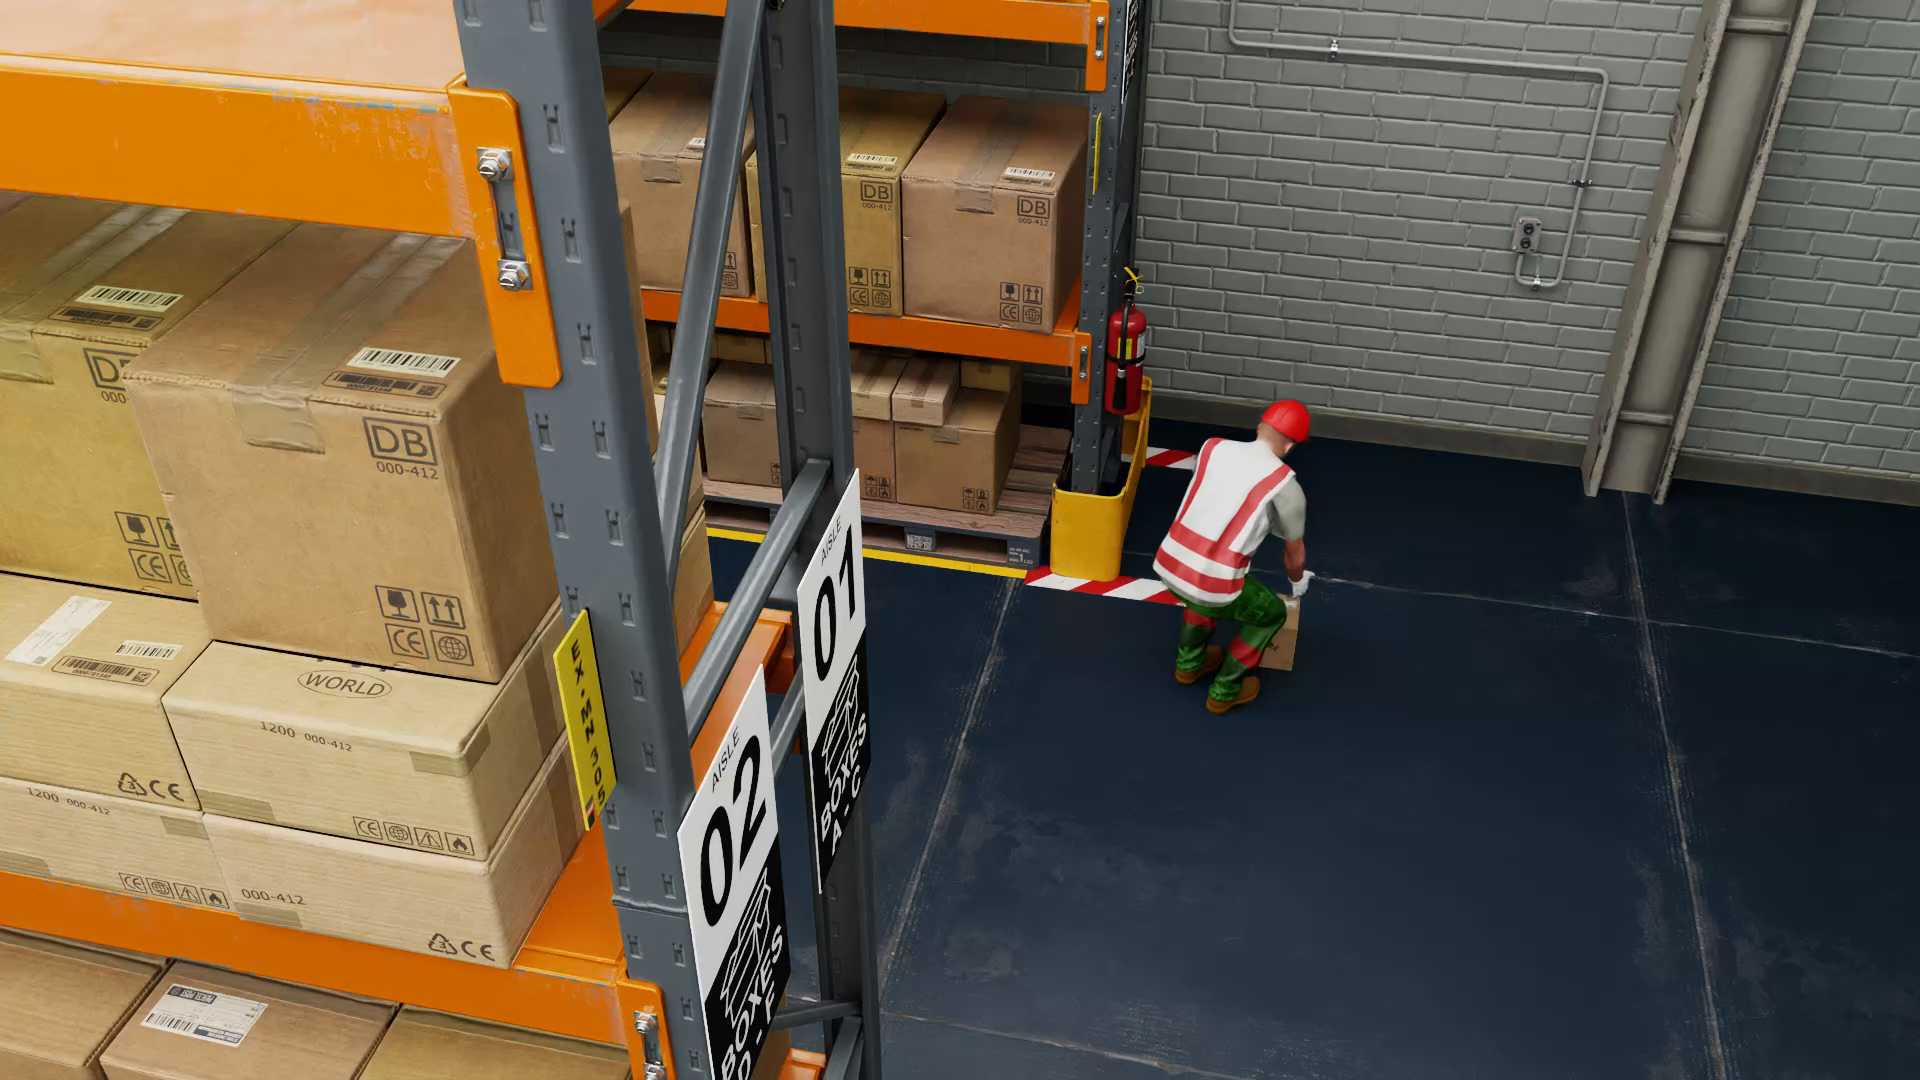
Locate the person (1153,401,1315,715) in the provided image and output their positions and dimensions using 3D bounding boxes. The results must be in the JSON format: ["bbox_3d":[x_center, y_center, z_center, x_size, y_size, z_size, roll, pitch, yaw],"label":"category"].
[{"bbox_3d":[1.172,0.072,7.219,0.795,1.351,0.584,-26,44,-31],"label":"person"}]
